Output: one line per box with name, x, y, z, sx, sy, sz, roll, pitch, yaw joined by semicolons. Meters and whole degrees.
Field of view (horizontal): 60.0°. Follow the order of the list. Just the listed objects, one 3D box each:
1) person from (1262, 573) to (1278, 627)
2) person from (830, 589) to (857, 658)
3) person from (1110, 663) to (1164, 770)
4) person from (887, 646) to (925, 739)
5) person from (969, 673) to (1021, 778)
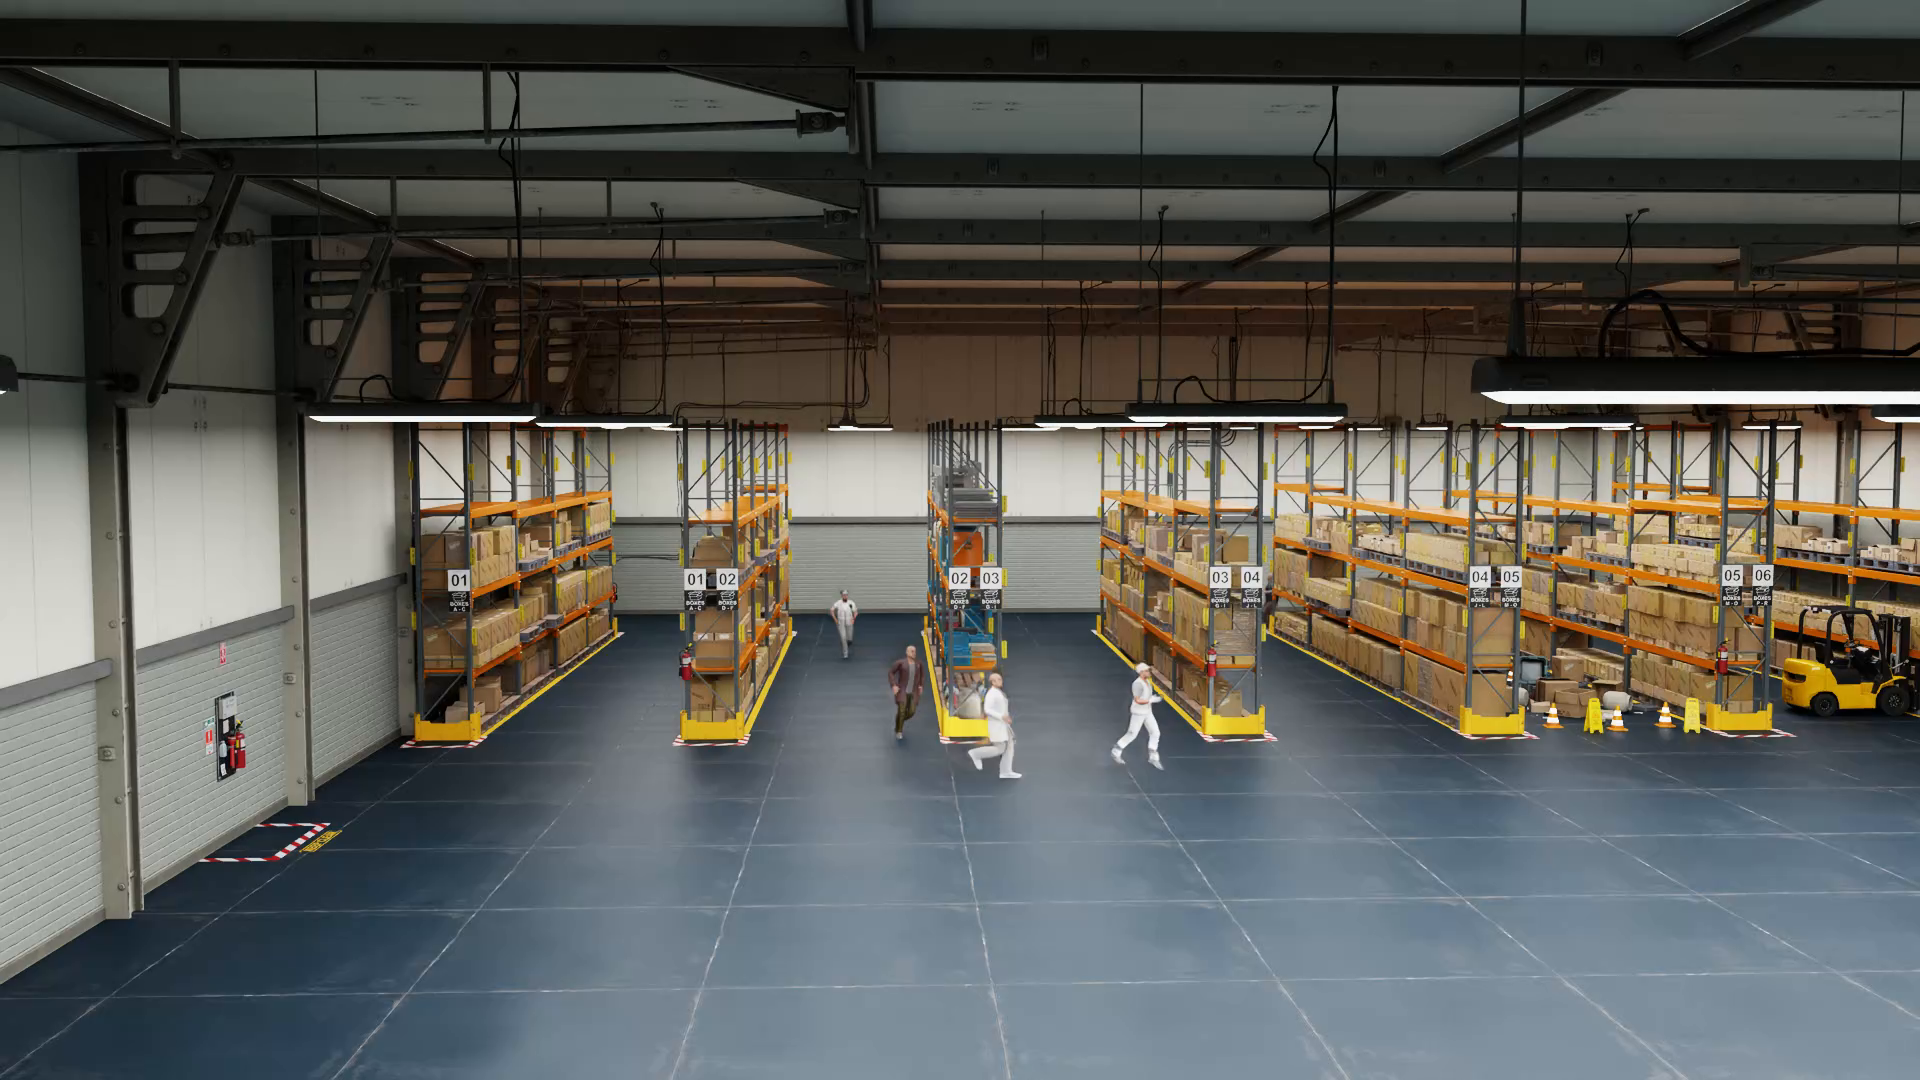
person;9.088;1.767;49.011;0.565;1.637;0.901;0;4;-4
person;-2.963;2.130;42.549;0.694;1.745;0.699;-1;4;-11
person;3.057;3.004;28.468;0.931;1.829;0.677;2;4;32
person;-1.006;2.865;31.481;0.766;1.727;0.617;-1;4;-21
person;0.601;3.125;27.605;0.888;1.666;0.710;1;4;18
